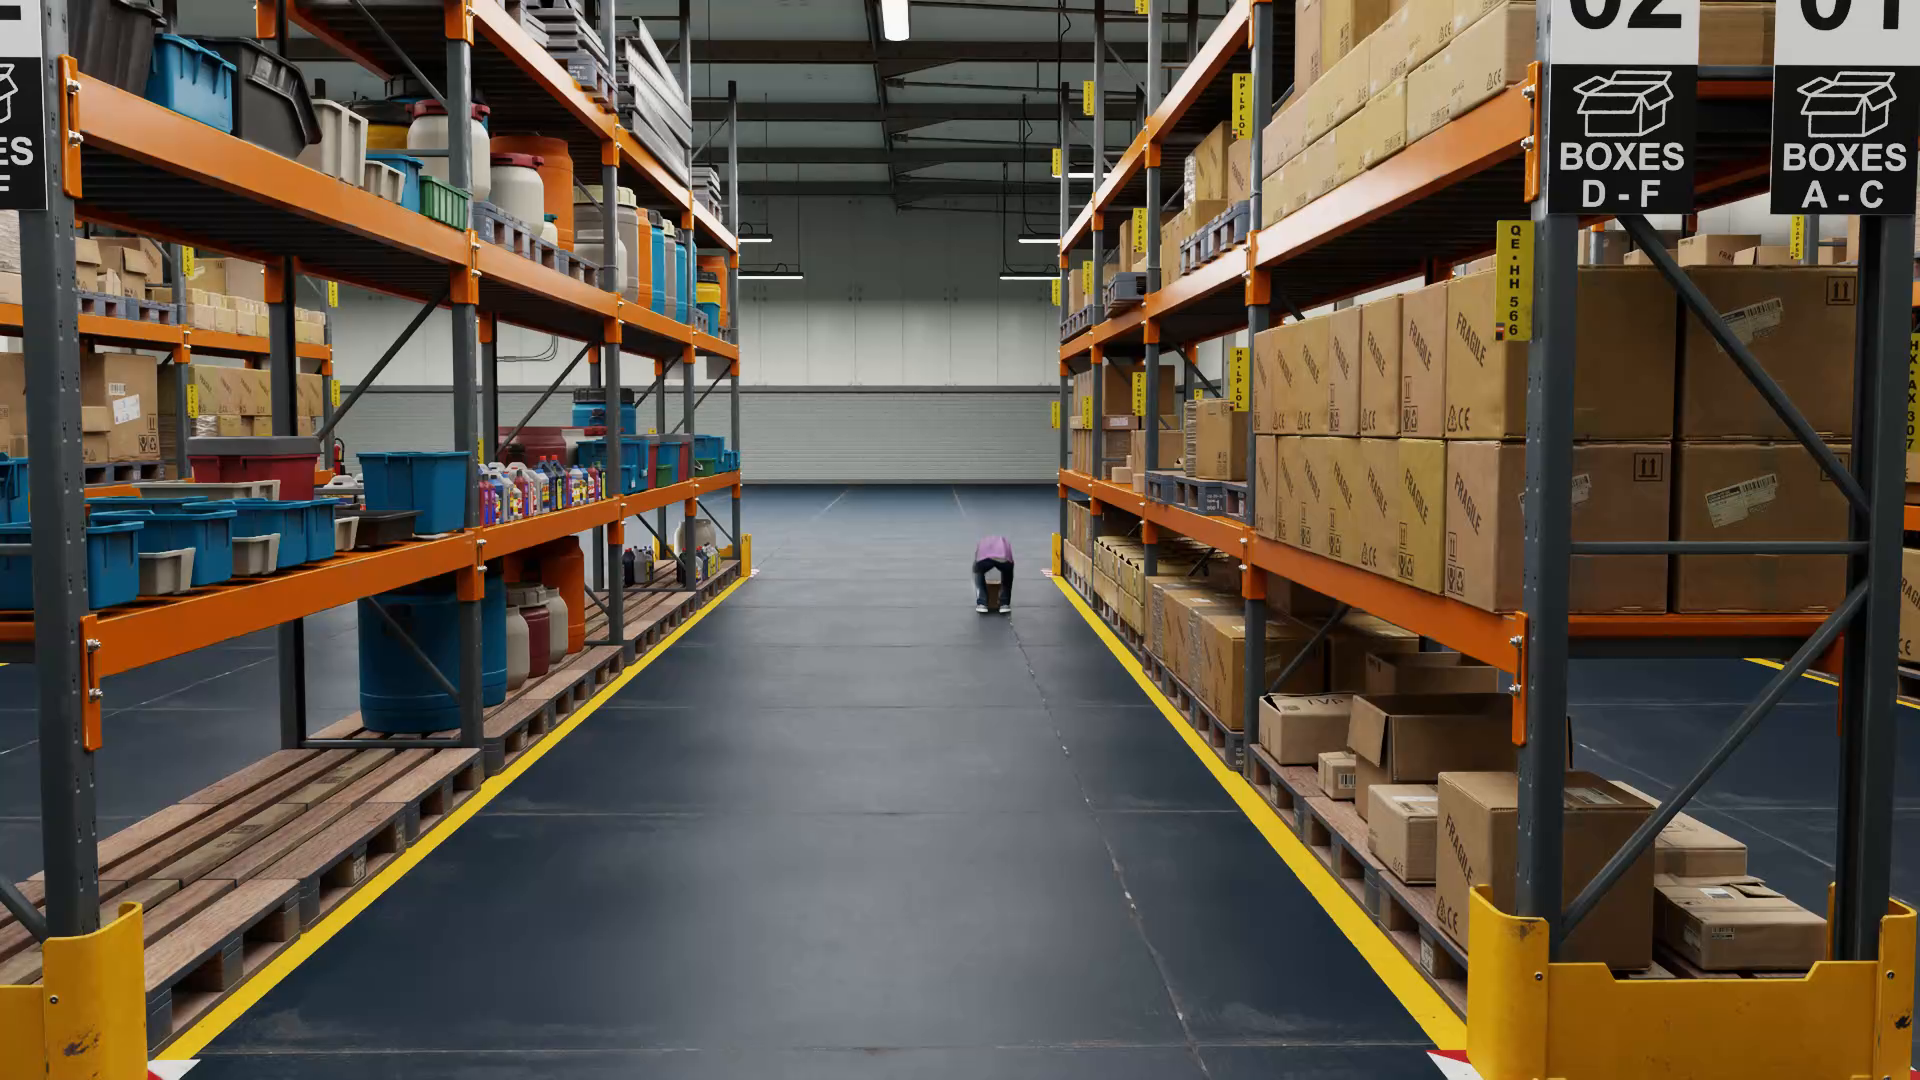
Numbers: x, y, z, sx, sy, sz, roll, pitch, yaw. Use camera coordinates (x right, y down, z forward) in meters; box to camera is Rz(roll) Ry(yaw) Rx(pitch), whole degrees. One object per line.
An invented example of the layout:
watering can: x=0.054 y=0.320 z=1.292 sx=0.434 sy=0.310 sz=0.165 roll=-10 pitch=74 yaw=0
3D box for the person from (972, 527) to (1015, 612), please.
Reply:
person: x=0.329 y=0.303 z=16.547 sx=0.427 sy=0.810 sz=0.854 roll=0 pitch=4 yaw=-1
